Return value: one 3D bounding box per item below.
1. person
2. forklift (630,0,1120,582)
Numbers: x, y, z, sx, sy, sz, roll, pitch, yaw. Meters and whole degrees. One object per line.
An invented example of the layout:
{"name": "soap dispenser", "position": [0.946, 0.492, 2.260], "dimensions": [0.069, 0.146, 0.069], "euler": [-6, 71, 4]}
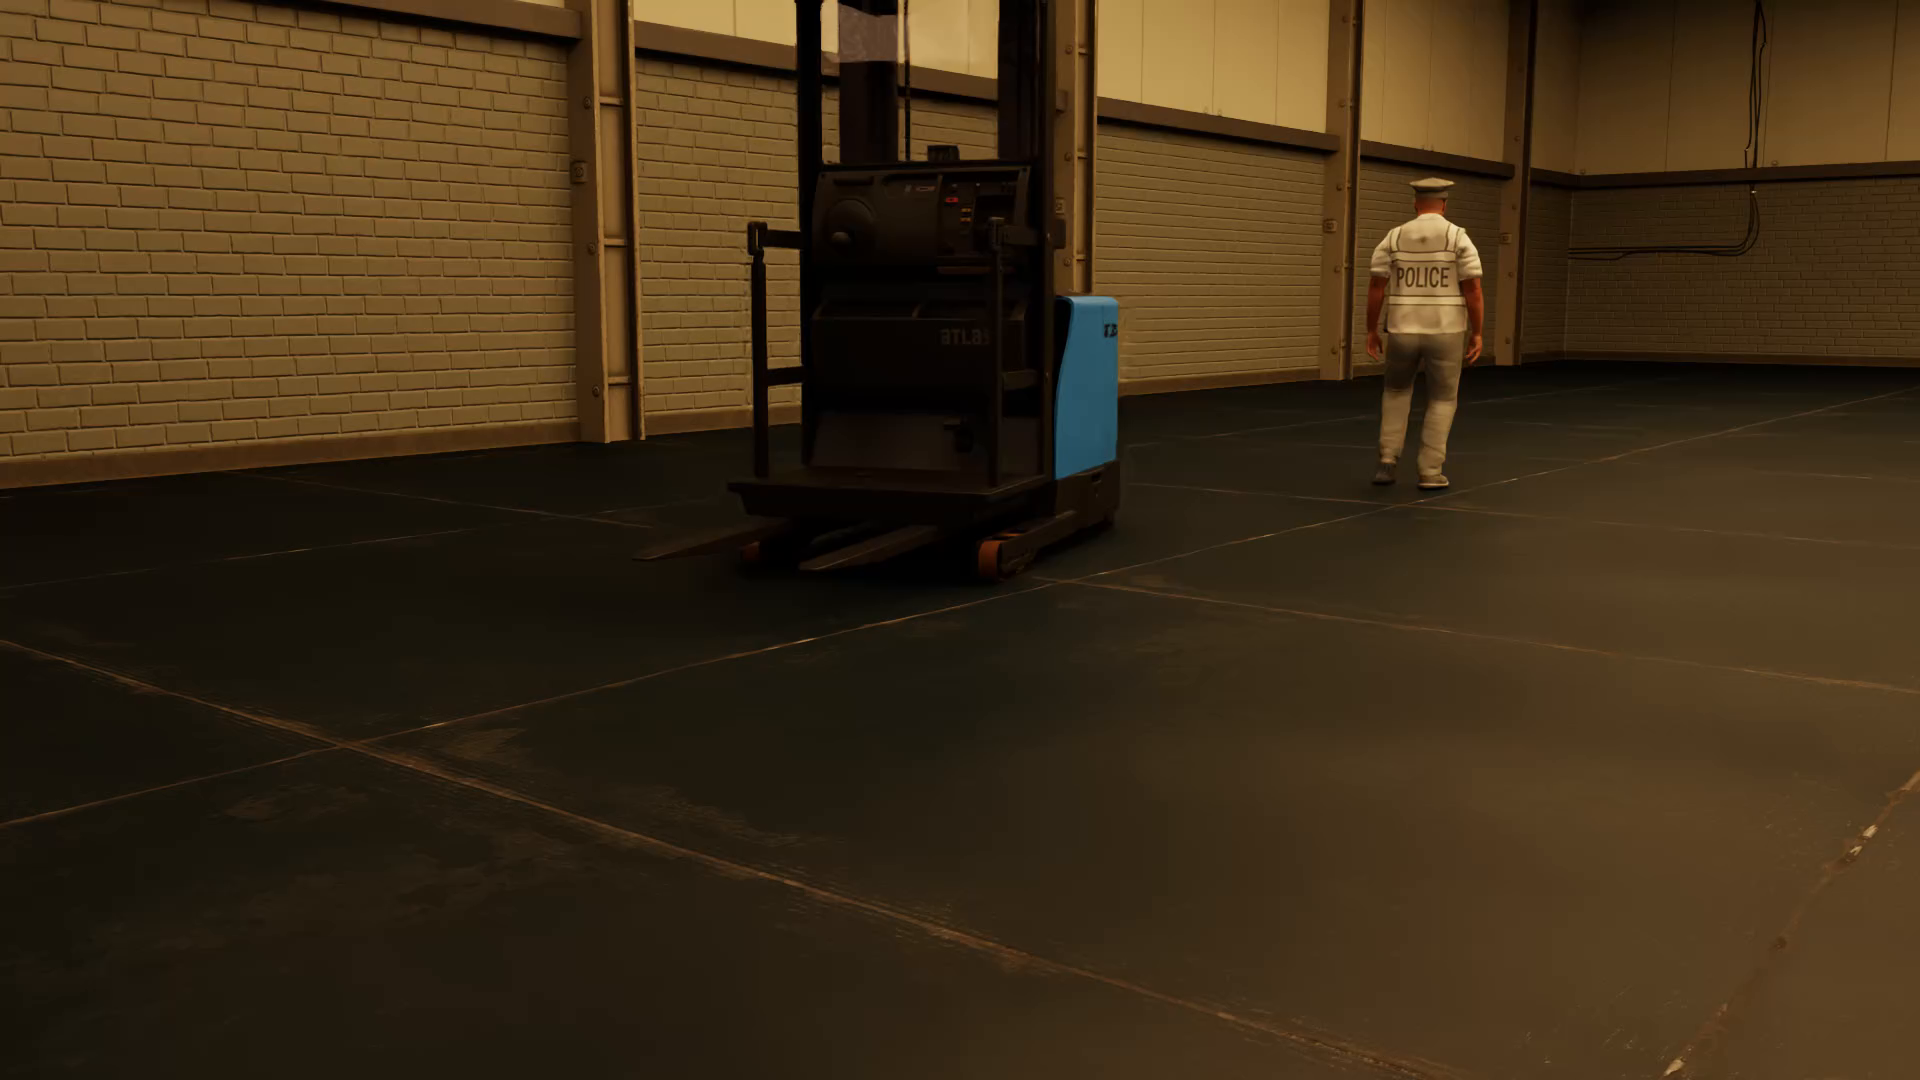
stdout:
{"name": "person", "position": [2.642, -1.142, 9.426], "dimensions": [0.641, 1.795, 0.494], "euler": [4, 9, 28]}
{"name": "forklift", "position": [-0.237, -1.357, 6.559], "dimensions": [1.130, 2.935, 3.031], "euler": [3, 9, 20]}
